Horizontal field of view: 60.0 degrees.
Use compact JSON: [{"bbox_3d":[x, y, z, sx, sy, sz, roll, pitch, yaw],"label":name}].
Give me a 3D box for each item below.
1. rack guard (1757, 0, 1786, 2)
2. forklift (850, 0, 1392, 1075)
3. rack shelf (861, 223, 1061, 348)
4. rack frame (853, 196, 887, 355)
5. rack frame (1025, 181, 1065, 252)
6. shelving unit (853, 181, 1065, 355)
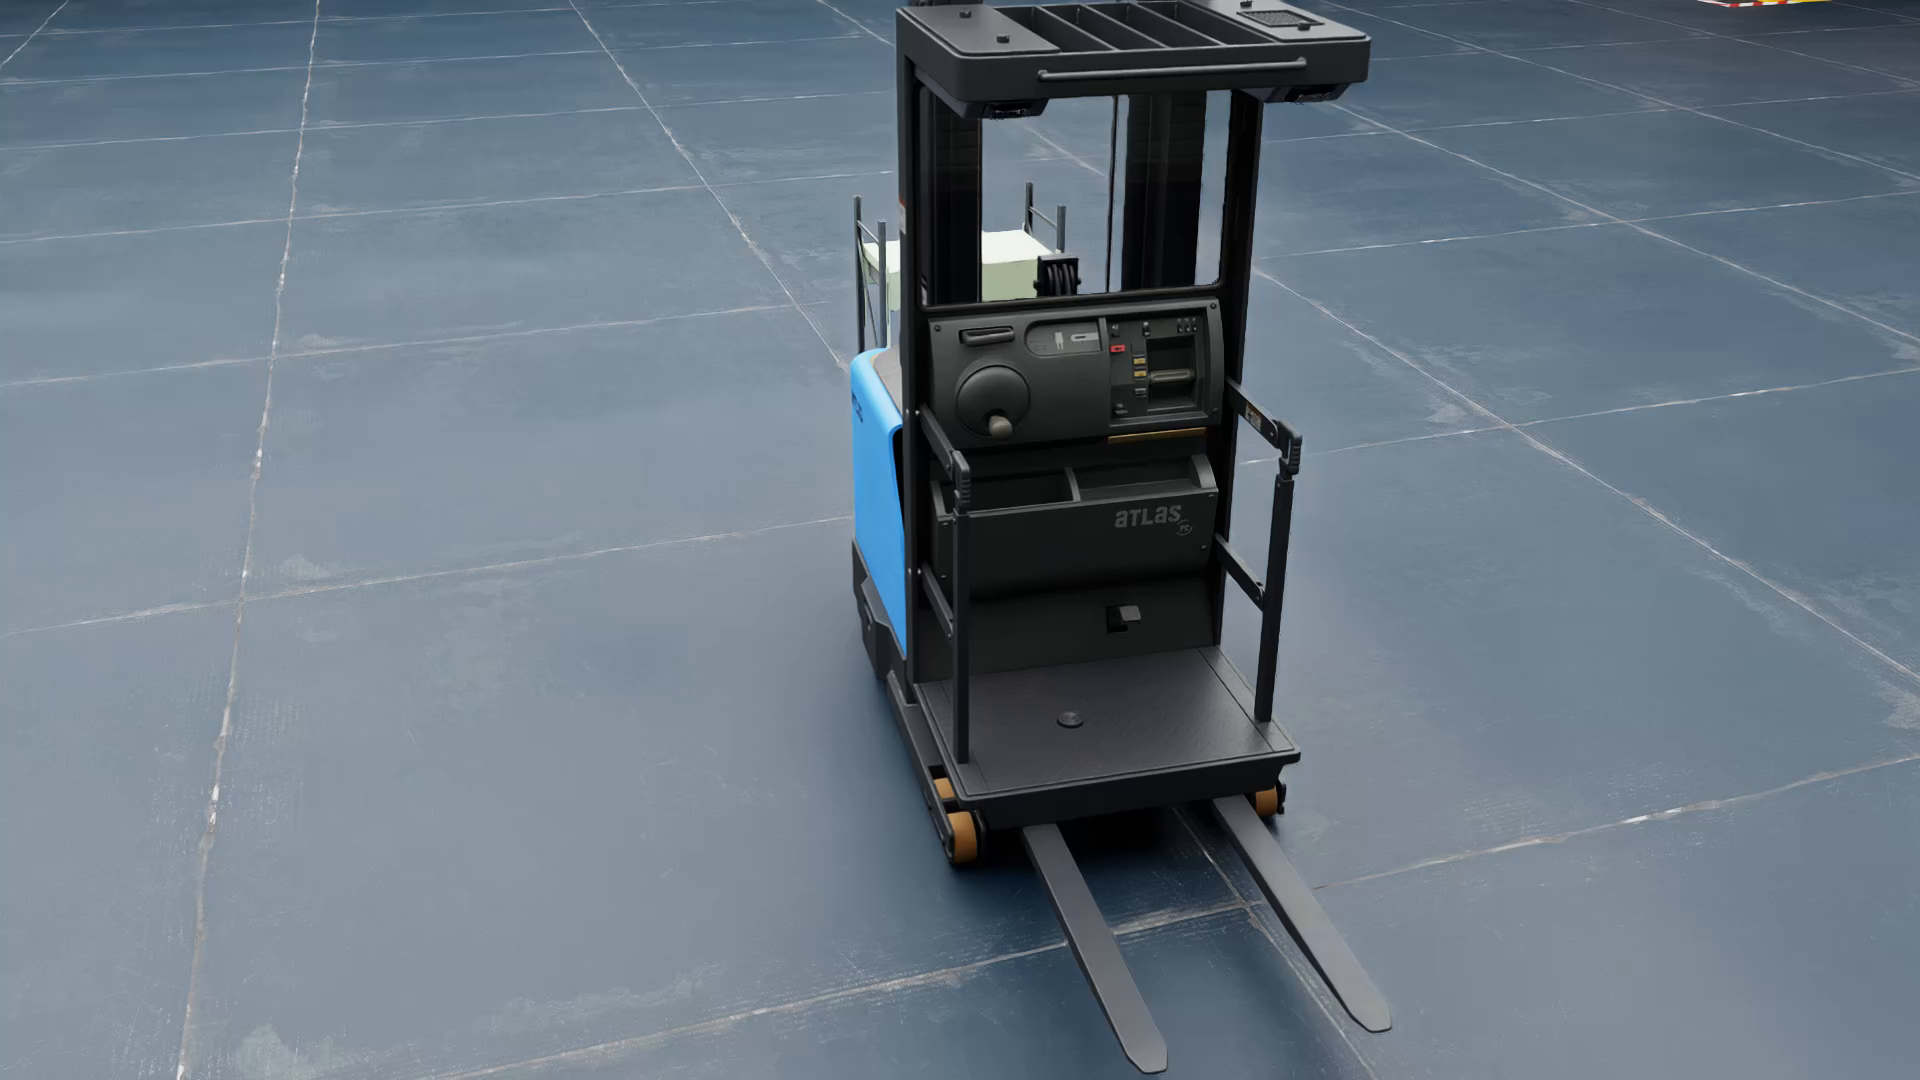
[{"bbox_3d":[10.054,-7.214,21.219,0.348,0.500,1.175,-8,28,-16],"label":"rack guard"},{"bbox_3d":[0.419,-0.486,4.933,1.130,2.935,3.031,-6,27,-12],"label":"forklift"},{"bbox_3d":[-0.006,-1.020,6.741,0.720,0.370,0.431,-8,28,-16],"label":"rack shelf"},{"bbox_3d":[-0.354,-0.620,6.813,0.023,1.500,0.400,-8,28,-16],"label":"rack frame"},{"bbox_3d":[0.342,-0.721,7.016,0.023,1.500,0.400,-8,28,-16],"label":"rack frame"},{"bbox_3d":[-0.006,-0.671,6.915,0.755,1.500,0.431,-8,28,-16],"label":"shelving unit"}]
